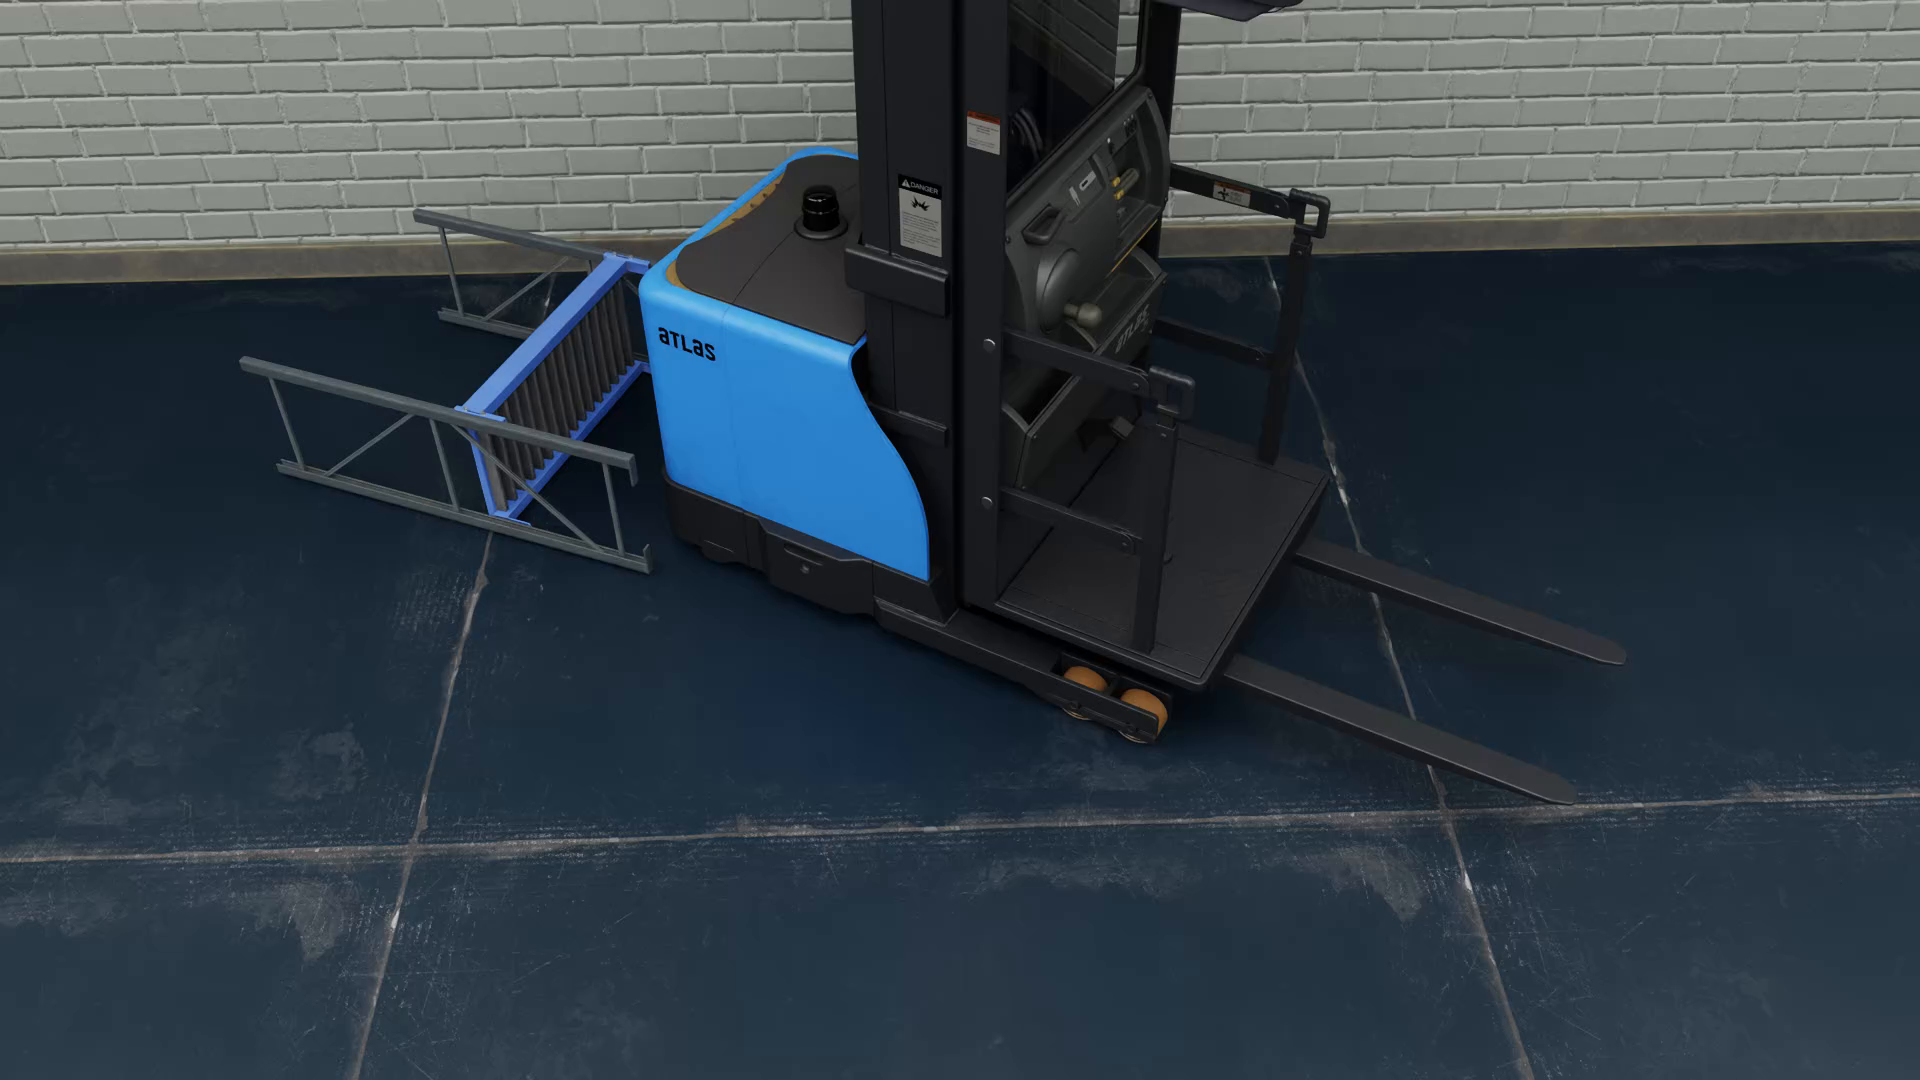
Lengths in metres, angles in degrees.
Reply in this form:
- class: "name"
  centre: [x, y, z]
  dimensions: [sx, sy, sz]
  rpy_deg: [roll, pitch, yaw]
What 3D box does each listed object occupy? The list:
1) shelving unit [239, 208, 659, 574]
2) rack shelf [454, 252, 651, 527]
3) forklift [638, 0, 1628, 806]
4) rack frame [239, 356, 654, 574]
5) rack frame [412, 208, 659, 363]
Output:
- class: "shelving unit"
  centre: [-1.563, -0.578, 5.982]
  dimensions: [1.500, 0.538, 1.048]
  rpy_deg: [14, 44, 15]
- class: "rack shelf"
  centre: [-1.395, -0.535, 5.936]
  dimensions: [0.185, 0.538, 1.000]
  rpy_deg: [14, 44, 15]
- class: "forklift"
  centre: [0.544, -0.875, 4.536]
  dimensions: [3.031, 2.935, 1.130]
  rpy_deg: [21, 46, 21]
- class: "rack frame"
  centre: [-1.742, -0.257, 5.632]
  dimensions: [1.500, 0.500, 0.032]
  rpy_deg: [14, 44, 15]
- class: "rack frame"
  centre: [-1.384, -0.900, 6.333]
  dimensions: [1.500, 0.500, 0.032]
  rpy_deg: [14, 44, 15]
